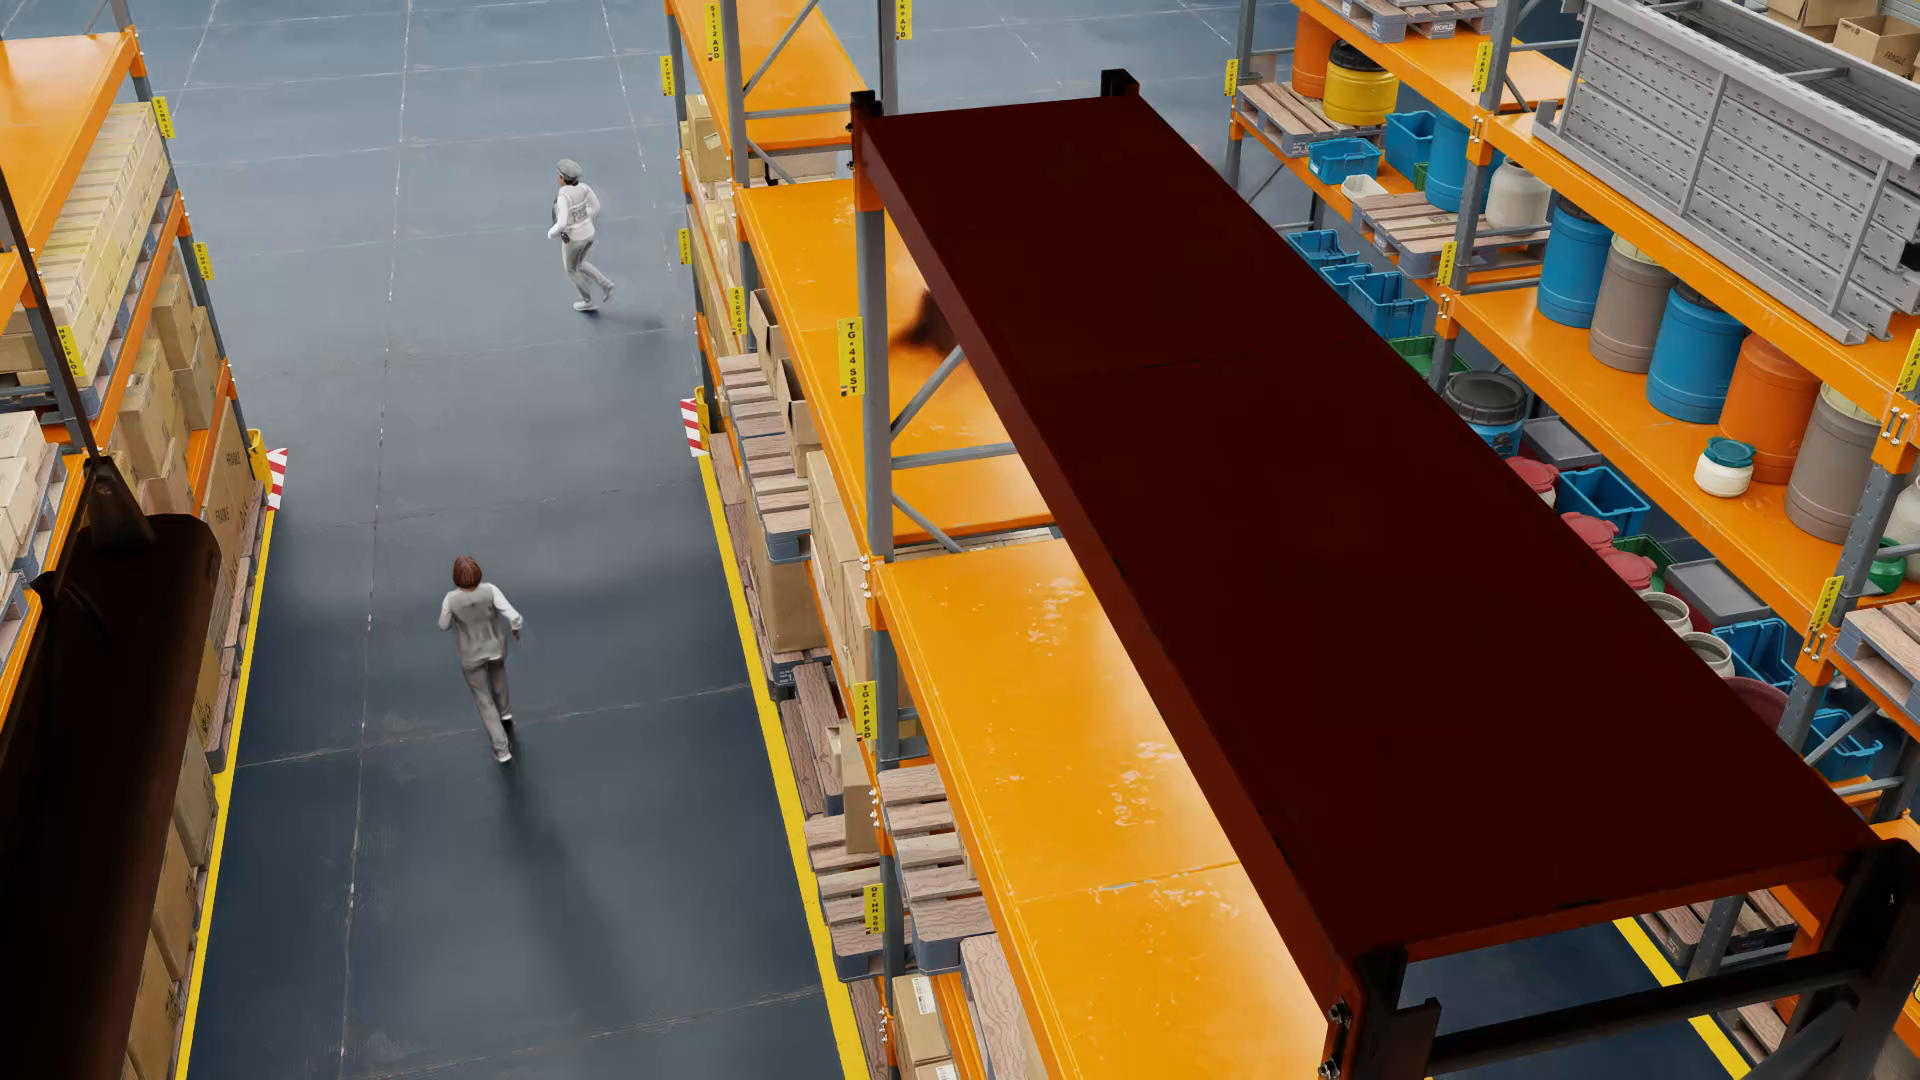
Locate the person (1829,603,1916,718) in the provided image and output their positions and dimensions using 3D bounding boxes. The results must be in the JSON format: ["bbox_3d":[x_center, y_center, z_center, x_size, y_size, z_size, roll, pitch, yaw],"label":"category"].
[{"bbox_3d":[6.657,0.535,11.841,0.552,1.713,0.807,-12,36,-17],"label":"person"}]

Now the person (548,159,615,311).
[{"bbox_3d":[-3.938,-3.118,17.190,0.548,1.669,0.638,15,37,21],"label":"person"}]

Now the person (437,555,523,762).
[{"bbox_3d":[-3.275,0.800,11.488,0.515,1.634,0.760,-17,38,-23],"label":"person"}]
